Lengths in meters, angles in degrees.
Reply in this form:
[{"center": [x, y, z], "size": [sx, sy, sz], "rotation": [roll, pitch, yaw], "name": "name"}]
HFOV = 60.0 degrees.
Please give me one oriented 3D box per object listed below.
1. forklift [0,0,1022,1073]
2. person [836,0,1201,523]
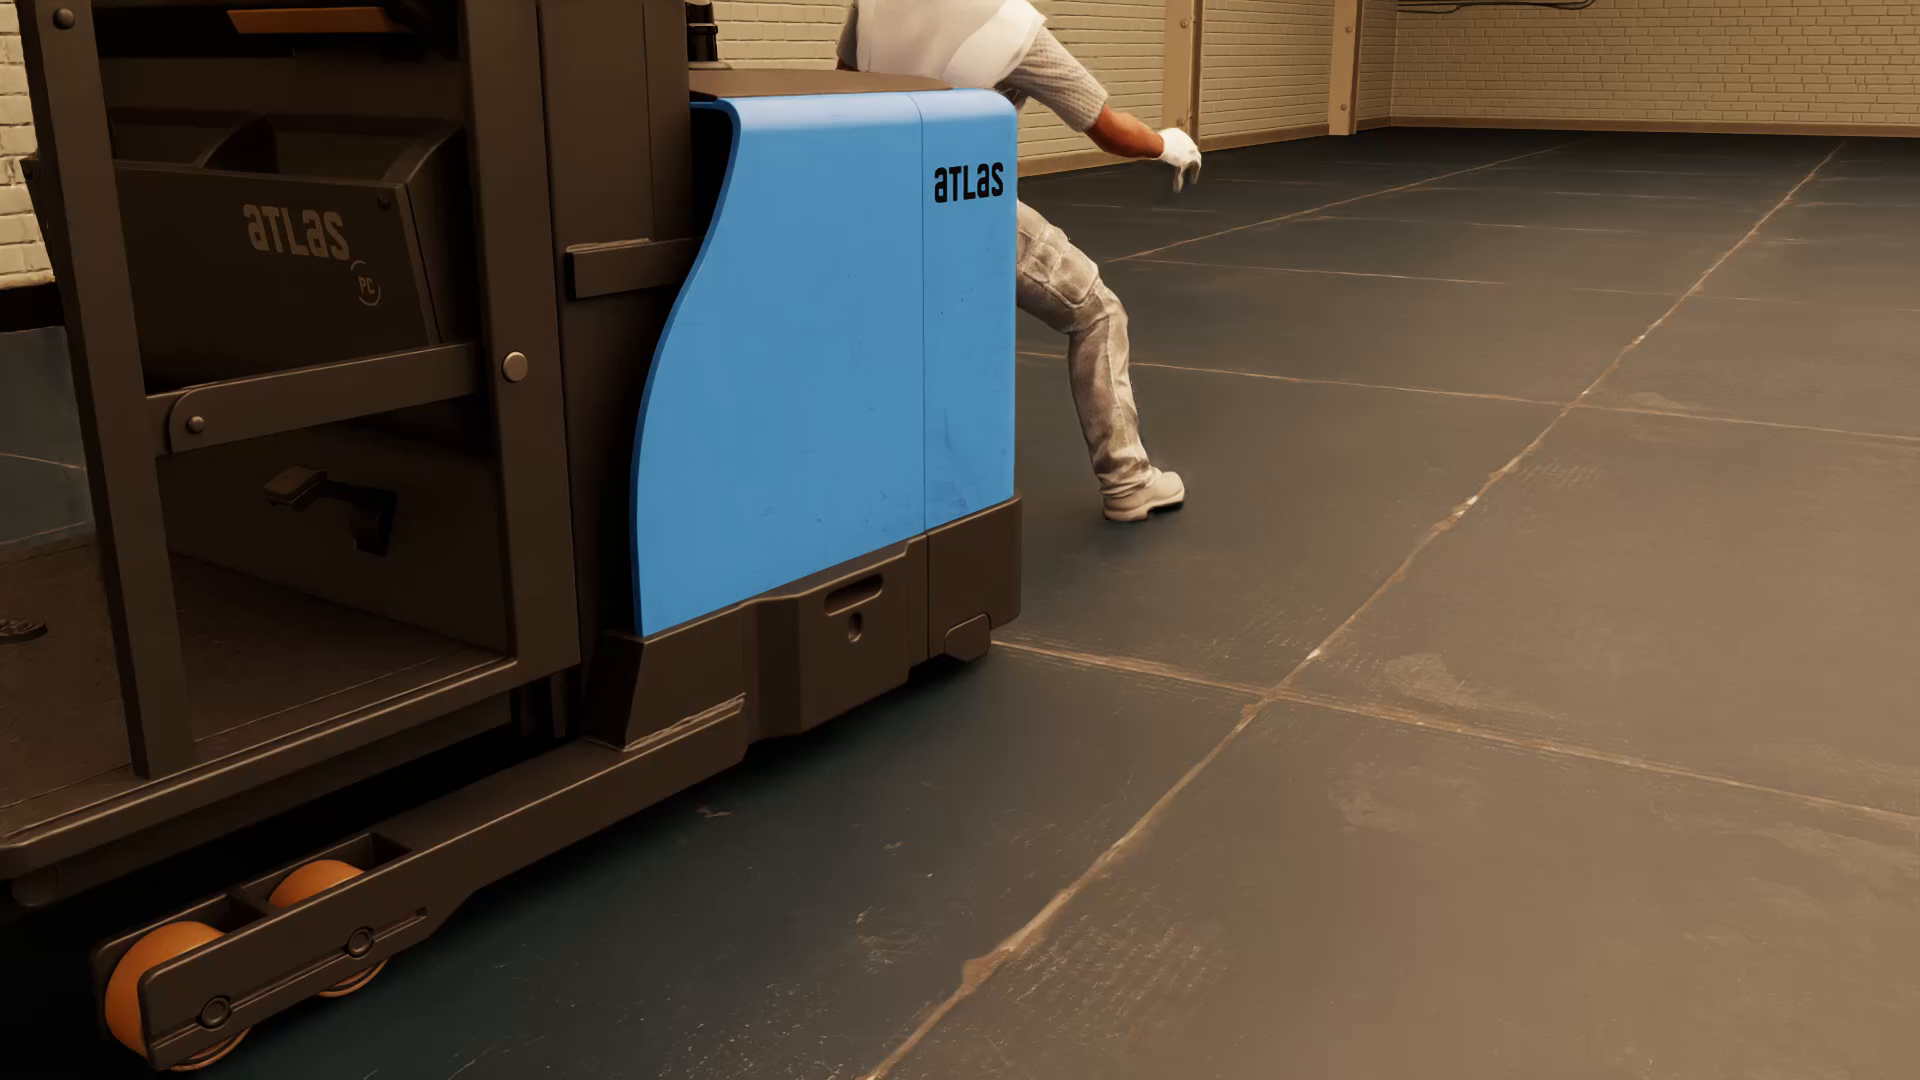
[{"center": [-1.147, -0.943, 2.053], "size": [1.130, 2.935, 3.031], "rotation": [11, 20, 34], "name": "forklift"}, {"center": [0.151, -0.878, 4.222], "size": [0.837, 1.592, 0.792], "rotation": [13, 21, 37], "name": "person"}]
